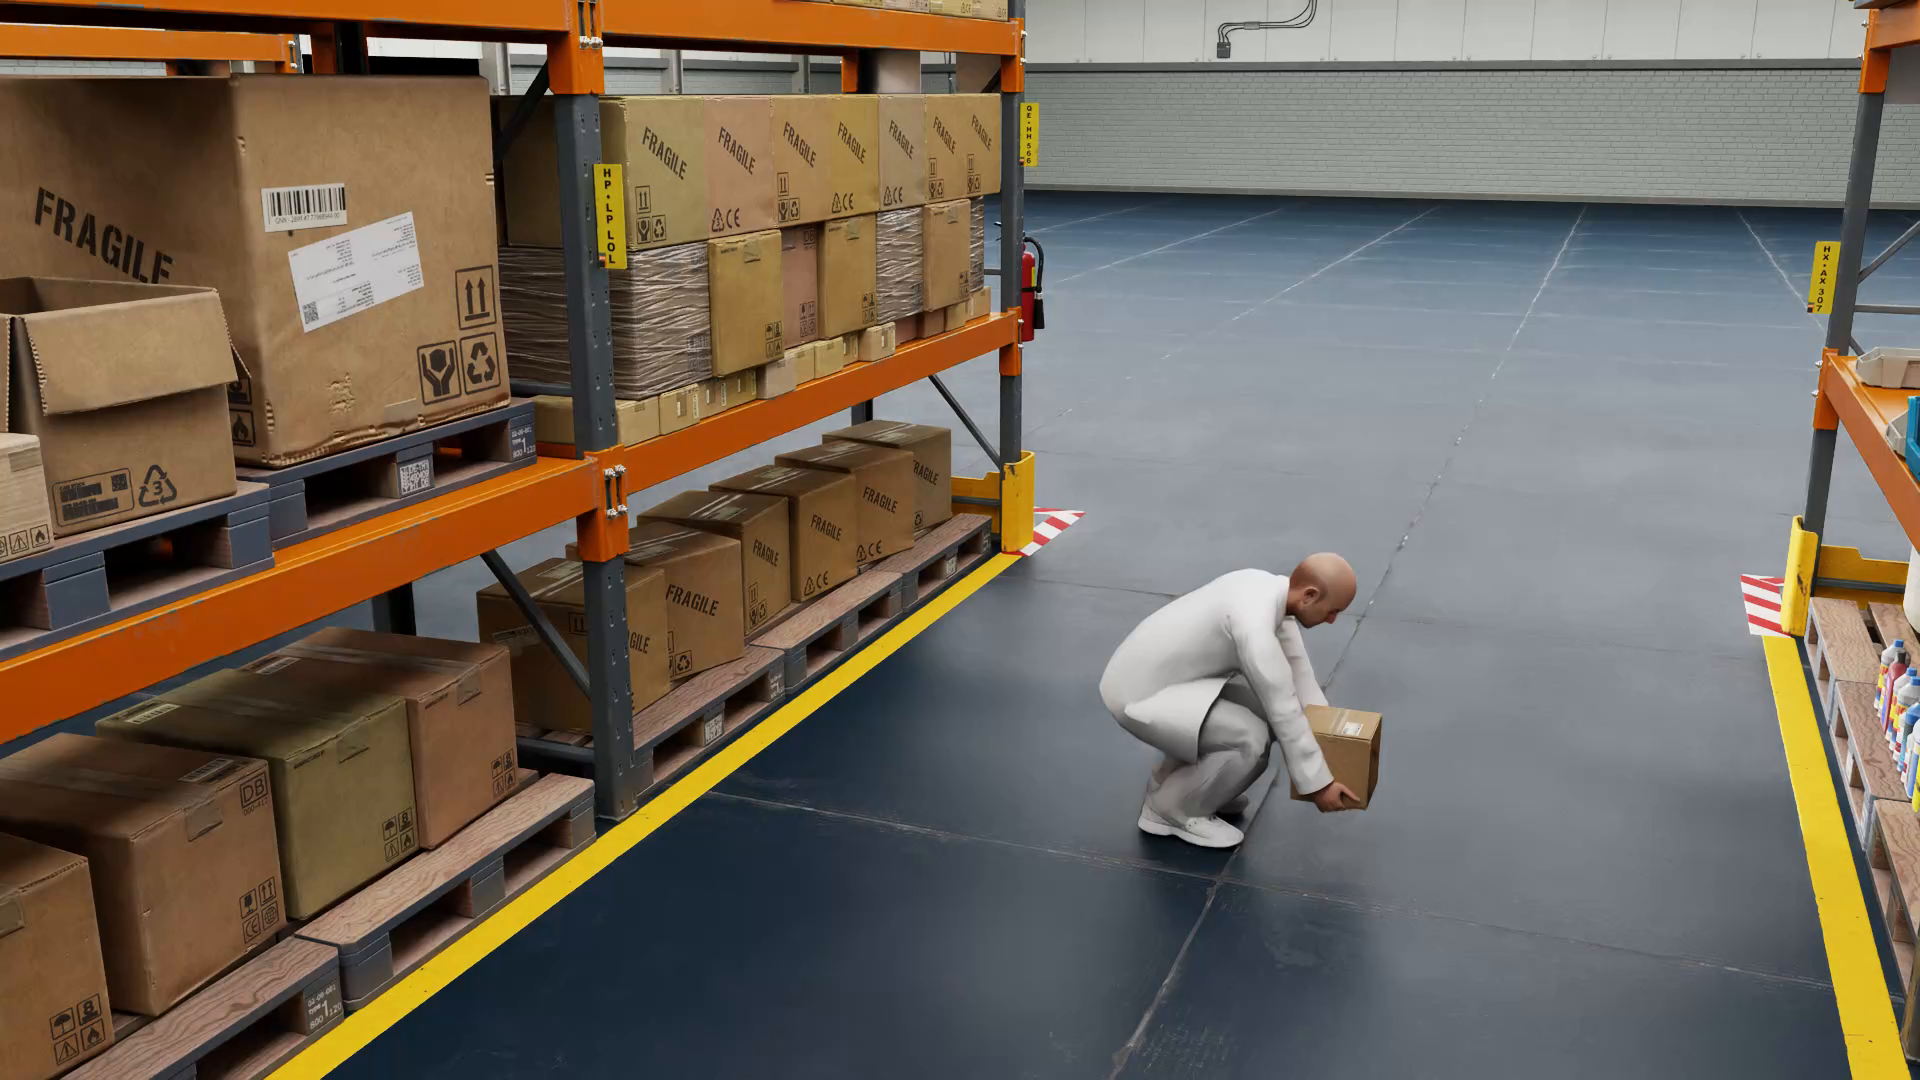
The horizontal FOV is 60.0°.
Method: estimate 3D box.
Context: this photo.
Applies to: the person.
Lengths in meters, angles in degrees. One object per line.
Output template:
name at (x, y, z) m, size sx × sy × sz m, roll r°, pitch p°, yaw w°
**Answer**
person at (0.929, 0.516, 5.627) m, size 0.922 × 1.007 × 0.574 m, roll 5°, pitch 16°, yaw 19°
